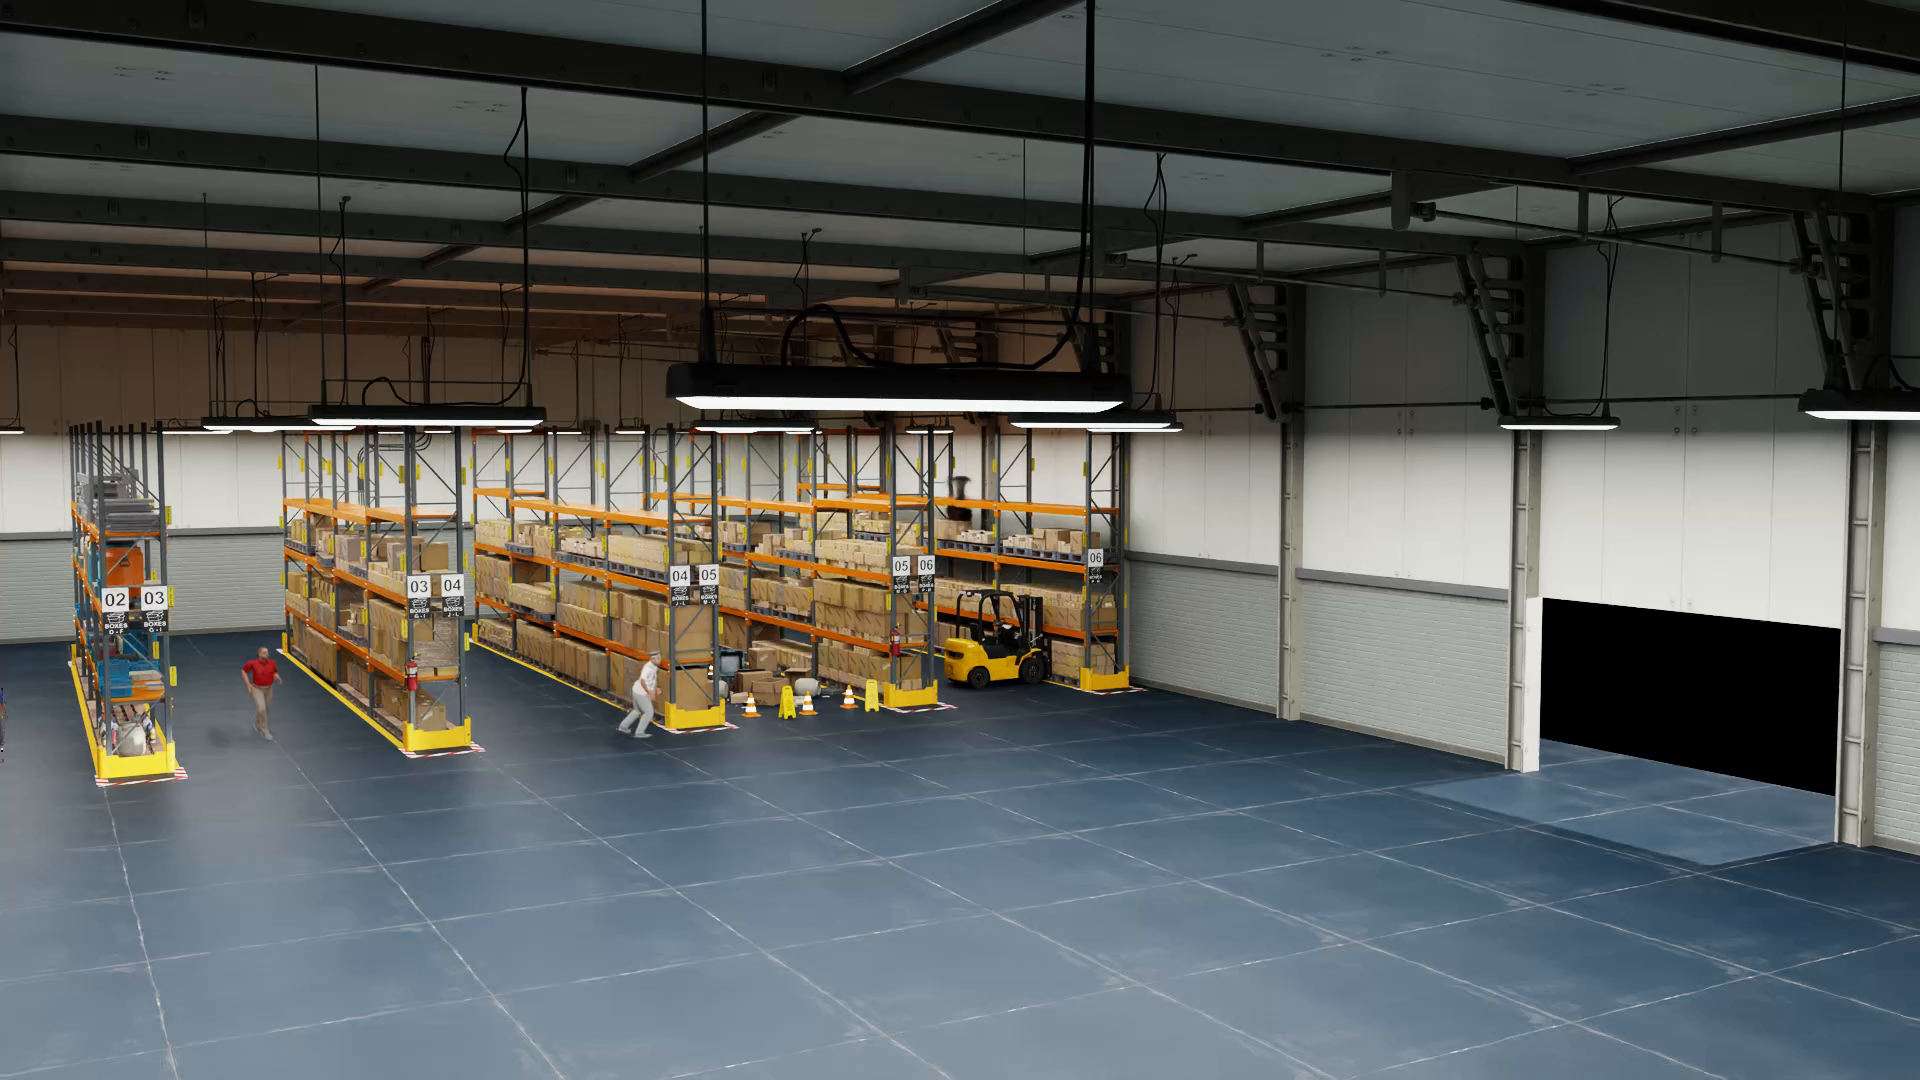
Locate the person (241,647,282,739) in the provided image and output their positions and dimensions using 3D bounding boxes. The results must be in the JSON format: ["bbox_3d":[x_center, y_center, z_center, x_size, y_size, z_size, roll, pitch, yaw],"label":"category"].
[{"bbox_3d":[-13.391,2.904,31.841,0.964,1.737,0.636,3,5,39],"label":"person"}]

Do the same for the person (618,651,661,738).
[{"bbox_3d":[-6.111,2.933,31.734,0.818,1.670,0.586,-1,4,-14],"label":"person"}]

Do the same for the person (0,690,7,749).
[{"bbox_3d":[-16.929,3.103,28.967,0.524,1.527,0.559,2,4,31],"label":"person"}]
